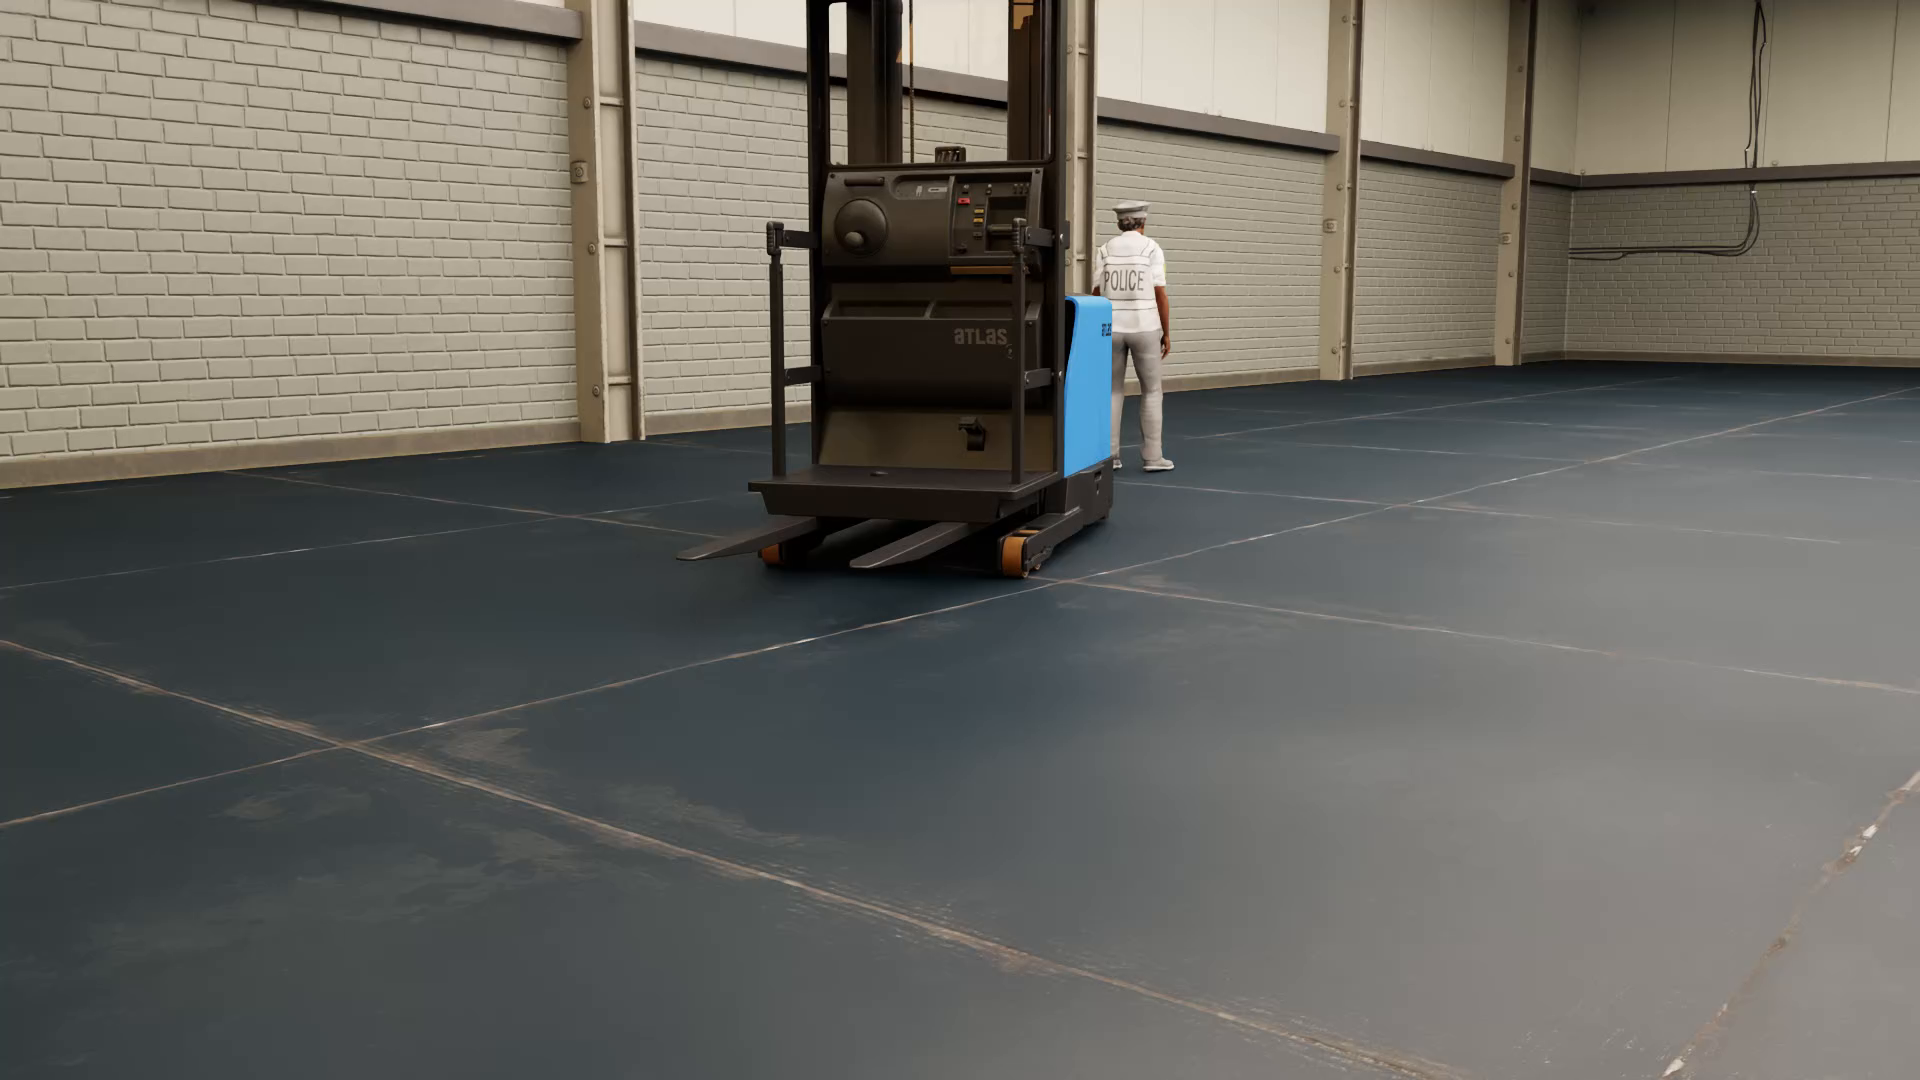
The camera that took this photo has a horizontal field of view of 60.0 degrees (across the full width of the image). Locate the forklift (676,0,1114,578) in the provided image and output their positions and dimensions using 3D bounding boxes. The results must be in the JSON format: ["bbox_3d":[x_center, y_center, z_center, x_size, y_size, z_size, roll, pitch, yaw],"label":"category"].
[{"bbox_3d":[-0.176,-1.366,6.616,1.130,2.935,3.031,3,9,17],"label":"forklift"}]

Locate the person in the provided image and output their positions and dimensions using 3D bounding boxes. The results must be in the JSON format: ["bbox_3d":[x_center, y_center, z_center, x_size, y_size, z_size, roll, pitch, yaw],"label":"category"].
[{"bbox_3d":[1.063,-1.258,10.287,0.513,1.657,0.399,3,9,20],"label":"person"}]
